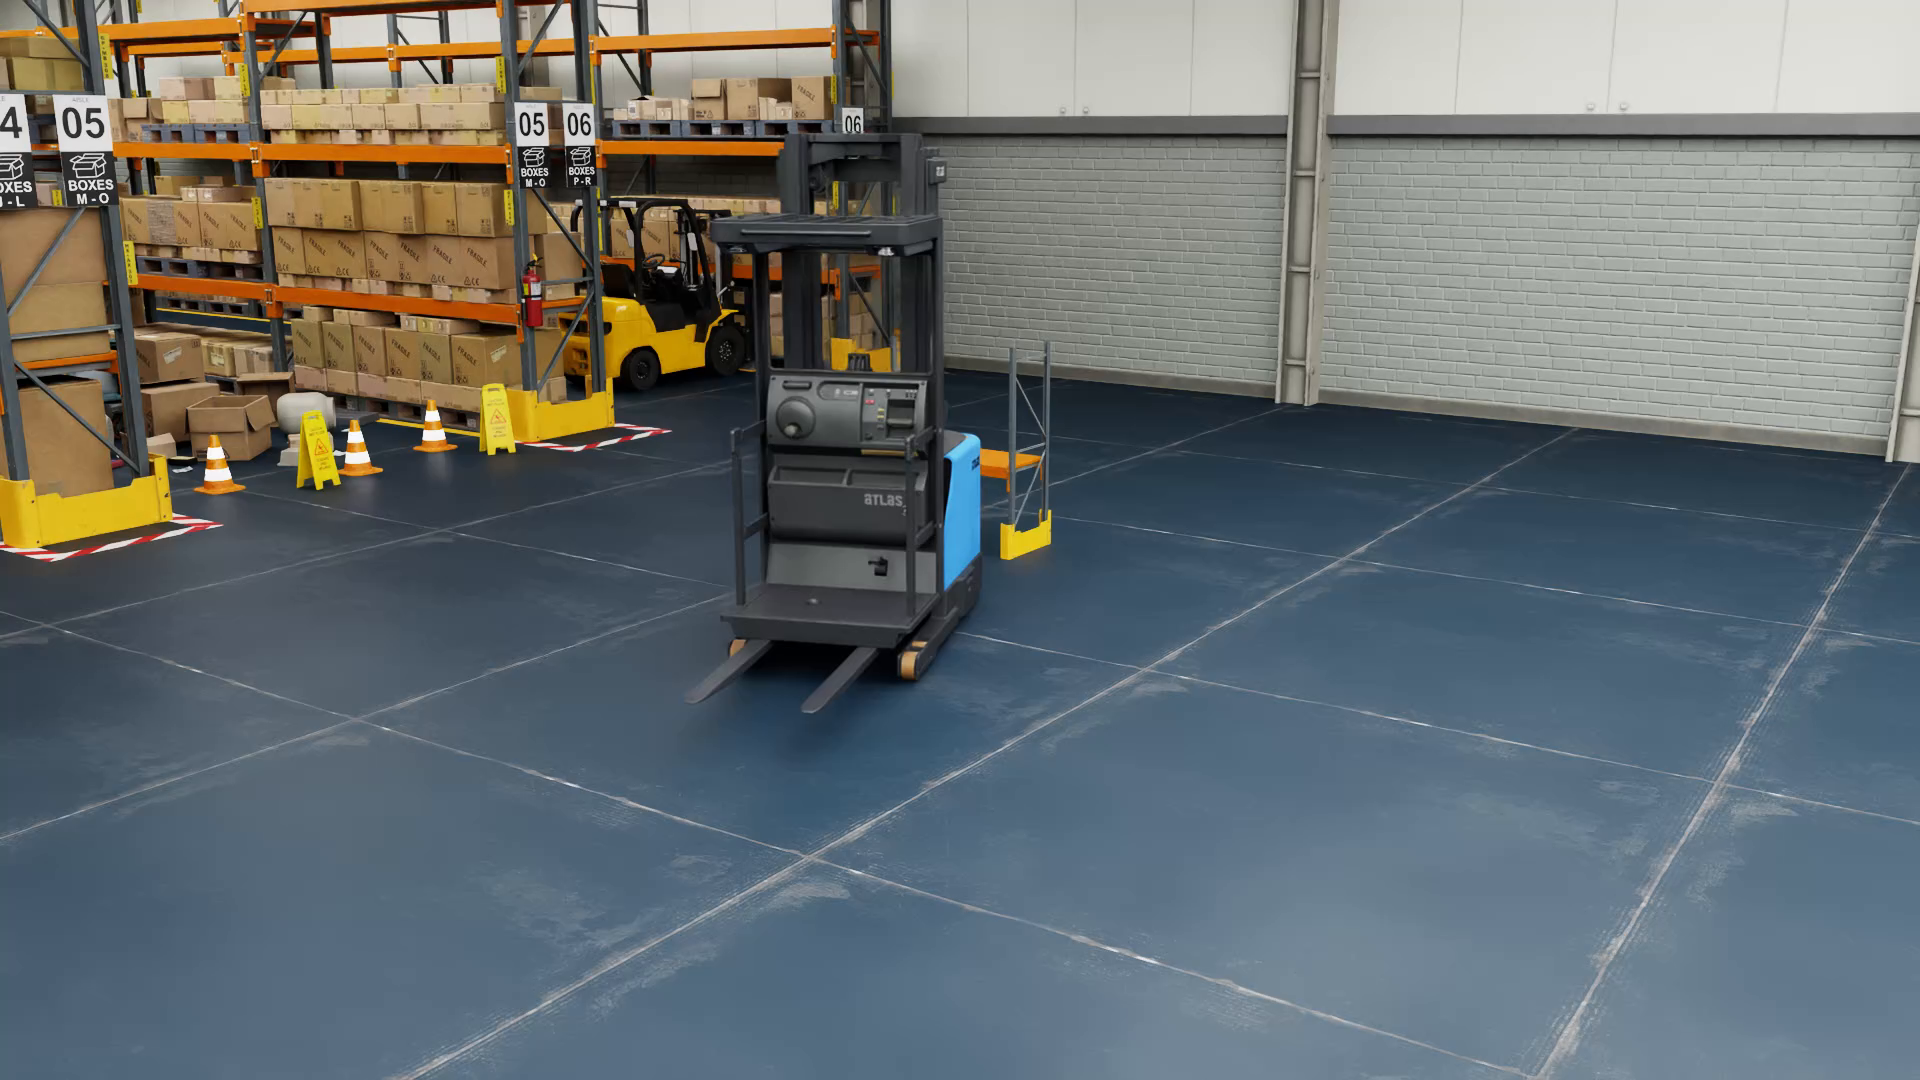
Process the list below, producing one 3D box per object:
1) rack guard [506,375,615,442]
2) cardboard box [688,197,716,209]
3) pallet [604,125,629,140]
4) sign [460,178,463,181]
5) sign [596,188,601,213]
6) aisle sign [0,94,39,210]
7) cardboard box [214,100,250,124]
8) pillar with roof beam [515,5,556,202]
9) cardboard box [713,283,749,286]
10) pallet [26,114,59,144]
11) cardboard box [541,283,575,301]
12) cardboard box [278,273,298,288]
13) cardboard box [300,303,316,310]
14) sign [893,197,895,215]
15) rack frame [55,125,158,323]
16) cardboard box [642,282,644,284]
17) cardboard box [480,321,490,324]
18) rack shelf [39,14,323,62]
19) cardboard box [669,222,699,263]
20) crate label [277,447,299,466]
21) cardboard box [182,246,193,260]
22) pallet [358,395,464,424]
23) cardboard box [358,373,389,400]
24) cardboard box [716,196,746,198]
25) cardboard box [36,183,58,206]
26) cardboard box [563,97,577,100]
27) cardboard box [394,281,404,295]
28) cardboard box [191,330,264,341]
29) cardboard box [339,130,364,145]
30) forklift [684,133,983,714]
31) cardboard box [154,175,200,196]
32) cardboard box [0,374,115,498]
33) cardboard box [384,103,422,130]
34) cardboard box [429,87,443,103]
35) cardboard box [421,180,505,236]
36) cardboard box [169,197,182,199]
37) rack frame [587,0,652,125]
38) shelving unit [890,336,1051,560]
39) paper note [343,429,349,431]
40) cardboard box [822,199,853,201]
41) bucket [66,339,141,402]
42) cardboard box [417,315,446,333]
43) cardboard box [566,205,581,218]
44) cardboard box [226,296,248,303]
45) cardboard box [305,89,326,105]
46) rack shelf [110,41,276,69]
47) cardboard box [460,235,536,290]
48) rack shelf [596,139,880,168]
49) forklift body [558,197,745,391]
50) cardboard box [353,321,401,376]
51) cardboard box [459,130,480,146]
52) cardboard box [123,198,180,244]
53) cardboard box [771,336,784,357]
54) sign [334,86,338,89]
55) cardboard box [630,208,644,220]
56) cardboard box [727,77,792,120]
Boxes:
[{"bbox_3d":[-3.986,-1.324,16.633,0.348,0.500,1.175,9,17,33],"label":"rack guard"},{"bbox_3d":[-3.263,-4.303,21.287,0.250,0.149,0.380,9,17,33],"label":"cardboard box"},{"bbox_3d":[-5.214,-5.533,22.588,1.217,0.209,0.805,8,16,31],"label":"pallet"},{"bbox_3d":[-7.487,-5.264,24.935,0.005,0.325,0.100,9,17,33],"label":"sign"},{"bbox_3d":[-4.769,-4.468,21.886,0.005,0.325,0.100,9,17,33],"label":"sign"},{"bbox_3d":[-6.710,-2.720,11.657,0.004,0.787,0.394,9,17,33],"label":"aisle sign"},{"bbox_3d":[-7.807,-4.700,18.265,0.500,0.250,0.500,9,16,32],"label":"cardboard box"},{"bbox_3d":[-8.612,-6.649,20.456,0.400,9.000,9.100,9,17,33],"label":"pillar with roof beam"},{"bbox_3d":[-3.117,-3.246,21.960,0.500,0.250,0.500,9,17,33],"label":"cardboard box"},{"bbox_3d":[-7.223,-3.037,12.293,1.213,0.211,1.003,9,17,33],"label":"pallet"},{"bbox_3d":[-4.089,-2.492,16.672,0.250,0.149,0.380,9,17,33],"label":"cardboard box"},{"bbox_3d":[-7.159,-2.836,18.059,0.250,0.149,0.380,9,17,33],"label":"cardboard box"},{"bbox_3d":[-9.978,-3.870,26.044,0.500,0.500,0.500,9,16,31],"label":"cardboard box"},{"bbox_3d":[-0.841,-4.086,20.621,0.005,0.325,0.100,9,17,33],"label":"sign"},{"bbox_3d":[-10.561,-3.600,20.625,0.127,3.000,1.000,9,17,33],"label":"rack frame"},{"bbox_3d":[-4.248,-3.281,22.103,0.500,0.250,0.500,9,16,32],"label":"cardboard box"},{"bbox_3d":[-5.306,-2.065,17.711,0.500,0.500,0.500,10,17,34],"label":"cardboard box"},{"bbox_3d":[-8.901,-5.701,18.955,4.000,0.370,1.077,9,17,33],"label":"rack shelf"},{"bbox_3d":[-3.390,-3.857,21.453,0.500,0.500,0.500,9,17,32],"label":"cardboard box"},{"bbox_3d":[-6.024,-0.765,15.127,0.298,0.136,0.250,1,14,4],"label":"crate label"},{"bbox_3d":[-8.661,-3.300,19.059,0.250,0.149,0.380,9,17,33],"label":"cardboard box"},{"bbox_3d":[-5.648,-1.464,17.797,1.213,0.211,1.003,9,17,33],"label":"pallet"},{"bbox_3d":[-6.012,-1.660,17.636,0.500,0.250,0.500,9,16,32],"label":"cardboard box"},{"bbox_3d":[-2.997,-4.401,21.683,0.250,0.149,0.380,9,16,32],"label":"cardboard box"},{"bbox_3d":[-11.136,-4.151,20.562,0.500,0.500,0.500,9,16,31],"label":"cardboard box"},{"bbox_3d":[-5.211,-5.768,22.242,0.500,0.311,0.500,9,16,31],"label":"cardboard box"},{"bbox_3d":[-5.610,-2.622,17.195,0.250,0.149,0.380,9,17,33],"label":"cardboard box"},{"bbox_3d":[-8.855,-2.251,19.768,0.625,0.372,0.950,10,17,35],"label":"cardboard box"},{"bbox_3d":[-6.099,-4.117,16.992,0.250,0.149,0.380,9,16,32],"label":"cardboard box"},{"bbox_3d":[-0.690,-0.745,9.231,1.130,2.935,3.031,3,14,13],"label":"forklift"},{"bbox_3d":[-12.961,-5.783,27.576,0.500,0.500,0.500,10,17,34],"label":"cardboard box"},{"bbox_3d":[-7.201,-0.777,12.768,0.875,0.875,0.875,9,17,33],"label":"cardboard box"},{"bbox_3d":[-5.348,-4.206,16.524,0.500,0.250,0.500,10,17,34],"label":"cardboard box"},{"bbox_3d":[-4.964,-4.352,16.284,0.250,0.149,0.380,9,17,33],"label":"cardboard box"},{"bbox_3d":[-4.884,-3.300,16.504,0.500,0.500,0.700,9,17,33],"label":"cardboard box"},{"bbox_3d":[-9.174,-3.857,19.961,0.500,0.500,0.500,8,16,29],"label":"cardboard box"},{"bbox_3d":[-4.475,-6.966,21.737,0.127,3.000,1.000,9,17,33],"label":"rack frame"},{"bbox_3d":[0.063,-0.718,12.102,1.083,1.500,0.587,9,17,33],"label":"shelving unit"},{"bbox_3d":[-6.141,-1.116,16.769,0.148,0.019,0.142,3,14,14],"label":"paper note"},{"bbox_3d":[-1.501,-4.161,20.714,0.250,0.149,0.380,10,17,35],"label":"cardboard box"},{"bbox_3d":[-8.521,-1.654,16.410,0.726,0.611,0.620,-10,7,-35],"label":"bucket"},{"bbox_3d":[-5.282,-2.201,16.910,0.250,0.149,0.380,10,17,34],"label":"cardboard box"},{"bbox_3d":[-5.106,-4.450,22.500,0.250,0.149,0.380,9,16,32],"label":"cardboard box"},{"bbox_3d":[-11.739,-3.963,27.150,0.250,0.149,0.380,9,16,31],"label":"cardboard box"},{"bbox_3d":[-6.513,-4.571,17.167,0.250,0.149,0.380,9,17,32],"label":"cardboard box"},{"bbox_3d":[-12.772,-7.957,27.242,4.000,0.370,1.077,9,17,33],"label":"rack shelf"},{"bbox_3d":[-4.527,-2.738,16.315,0.500,0.500,0.500,9,16,32],"label":"cardboard box"},{"bbox_3d":[-2.815,-4.893,21.101,4.000,0.370,1.077,9,17,33],"label":"rack shelf"},{"bbox_3d":[-3.747,-2.996,19.951,1.214,2.155,2.313,9,17,33],"label":"forklift body"},{"bbox_3d":[-6.023,-2.025,17.548,0.500,0.500,0.500,10,17,36],"label":"cardboard box"},{"bbox_3d":[-4.600,-3.881,16.037,0.250,0.149,0.380,9,17,33],"label":"cardboard box"},{"bbox_3d":[-9.436,-3.752,19.538,0.500,0.500,0.500,10,17,34],"label":"cardboard box"},{"bbox_3d":[-2.129,-2.455,20.848,0.500,0.250,0.500,9,17,33],"label":"cardboard box"},{"bbox_3d":[-6.945,-4.880,18.477,0.005,0.325,0.100,9,17,33],"label":"sign"},{"bbox_3d":[-4.141,-4.288,21.845,0.250,0.149,0.380,10,17,34],"label":"cardboard box"},{"bbox_3d":[-2.453,-5.443,20.535,0.500,0.500,0.700,9,17,33],"label":"cardboard box"}]
